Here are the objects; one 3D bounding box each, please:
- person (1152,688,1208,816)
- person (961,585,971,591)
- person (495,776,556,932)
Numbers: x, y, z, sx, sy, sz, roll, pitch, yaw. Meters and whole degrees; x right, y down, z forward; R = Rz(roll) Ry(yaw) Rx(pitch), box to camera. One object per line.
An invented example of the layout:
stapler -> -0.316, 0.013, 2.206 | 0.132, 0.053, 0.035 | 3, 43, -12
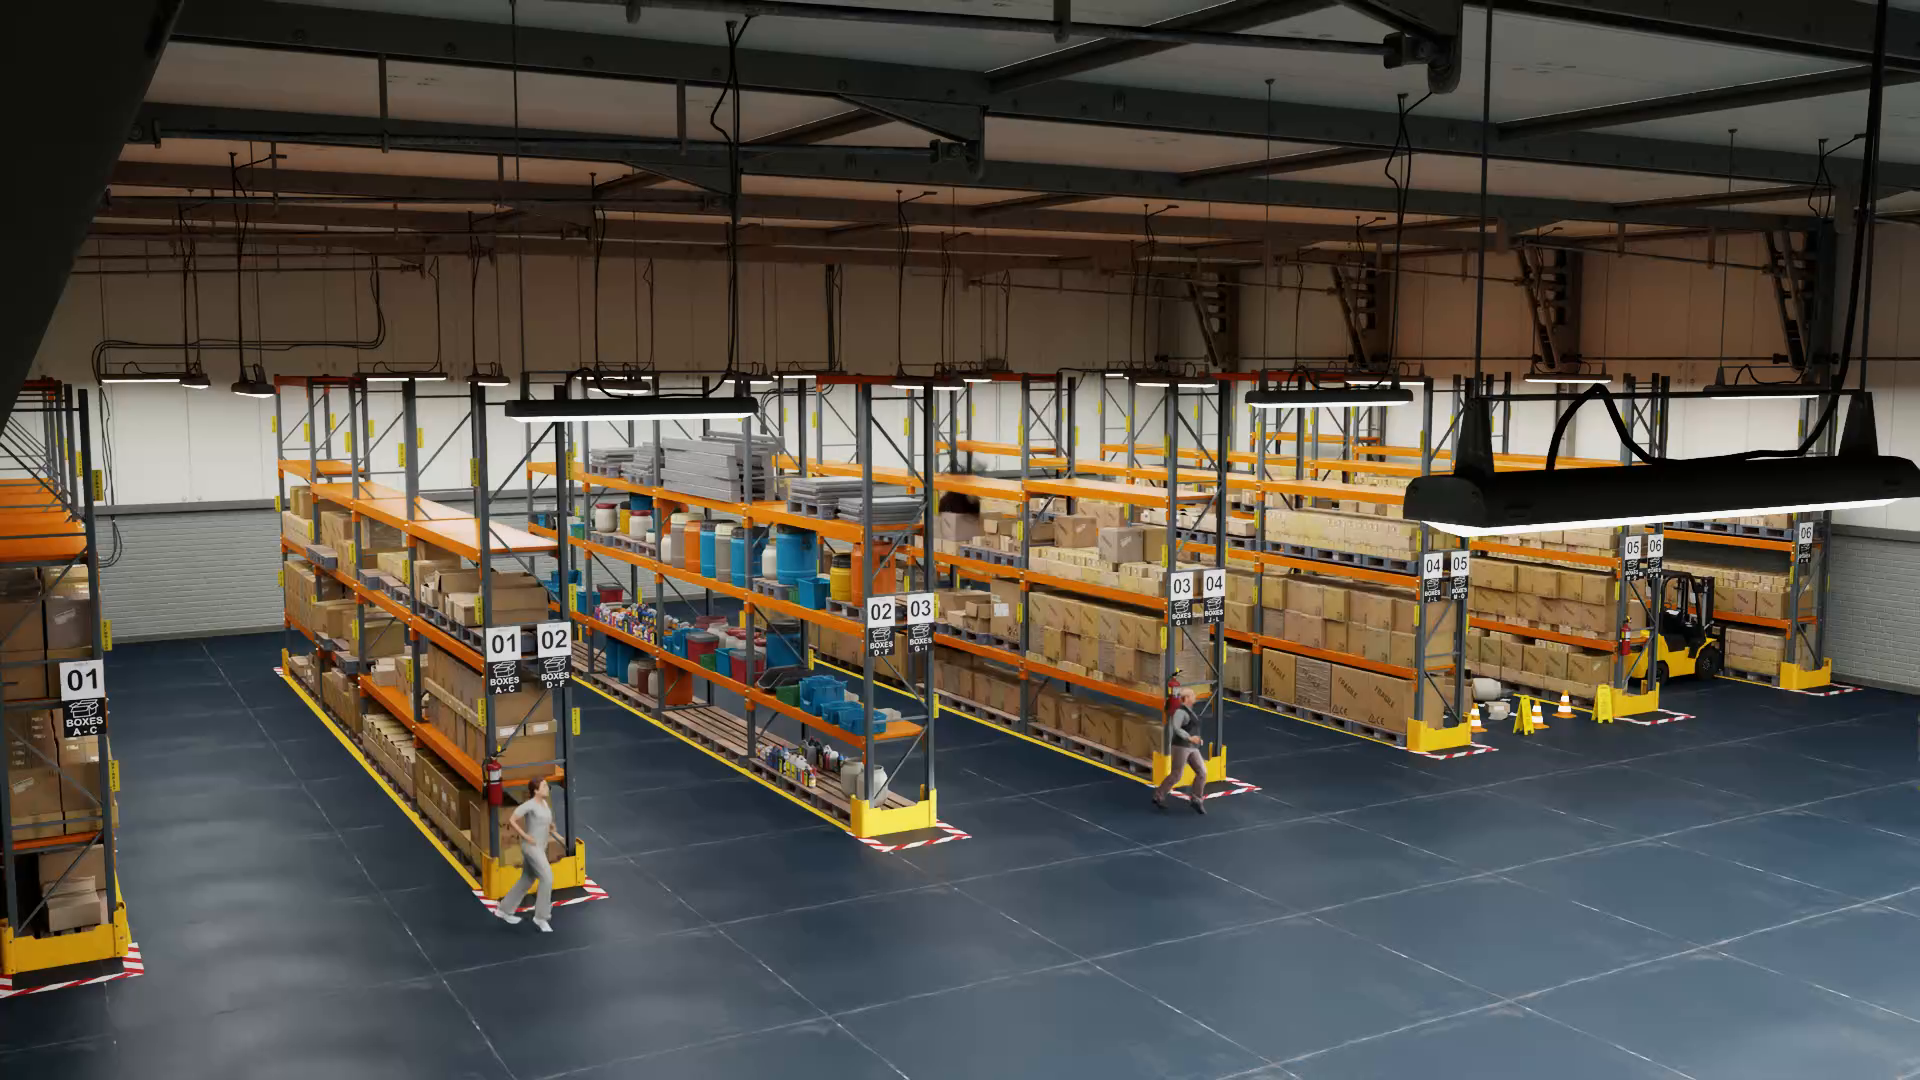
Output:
person -> 3.163, 2.950, 23.286 | 0.784, 1.745, 0.732 | 4, 7, 31
person -> 0.130, 1.758, 34.357 | 0.617, 1.671, 0.696 | -5, 8, -41
person -> -4.831, 3.503, 18.605 | 0.700, 1.717, 0.577 | 0, 6, 3
